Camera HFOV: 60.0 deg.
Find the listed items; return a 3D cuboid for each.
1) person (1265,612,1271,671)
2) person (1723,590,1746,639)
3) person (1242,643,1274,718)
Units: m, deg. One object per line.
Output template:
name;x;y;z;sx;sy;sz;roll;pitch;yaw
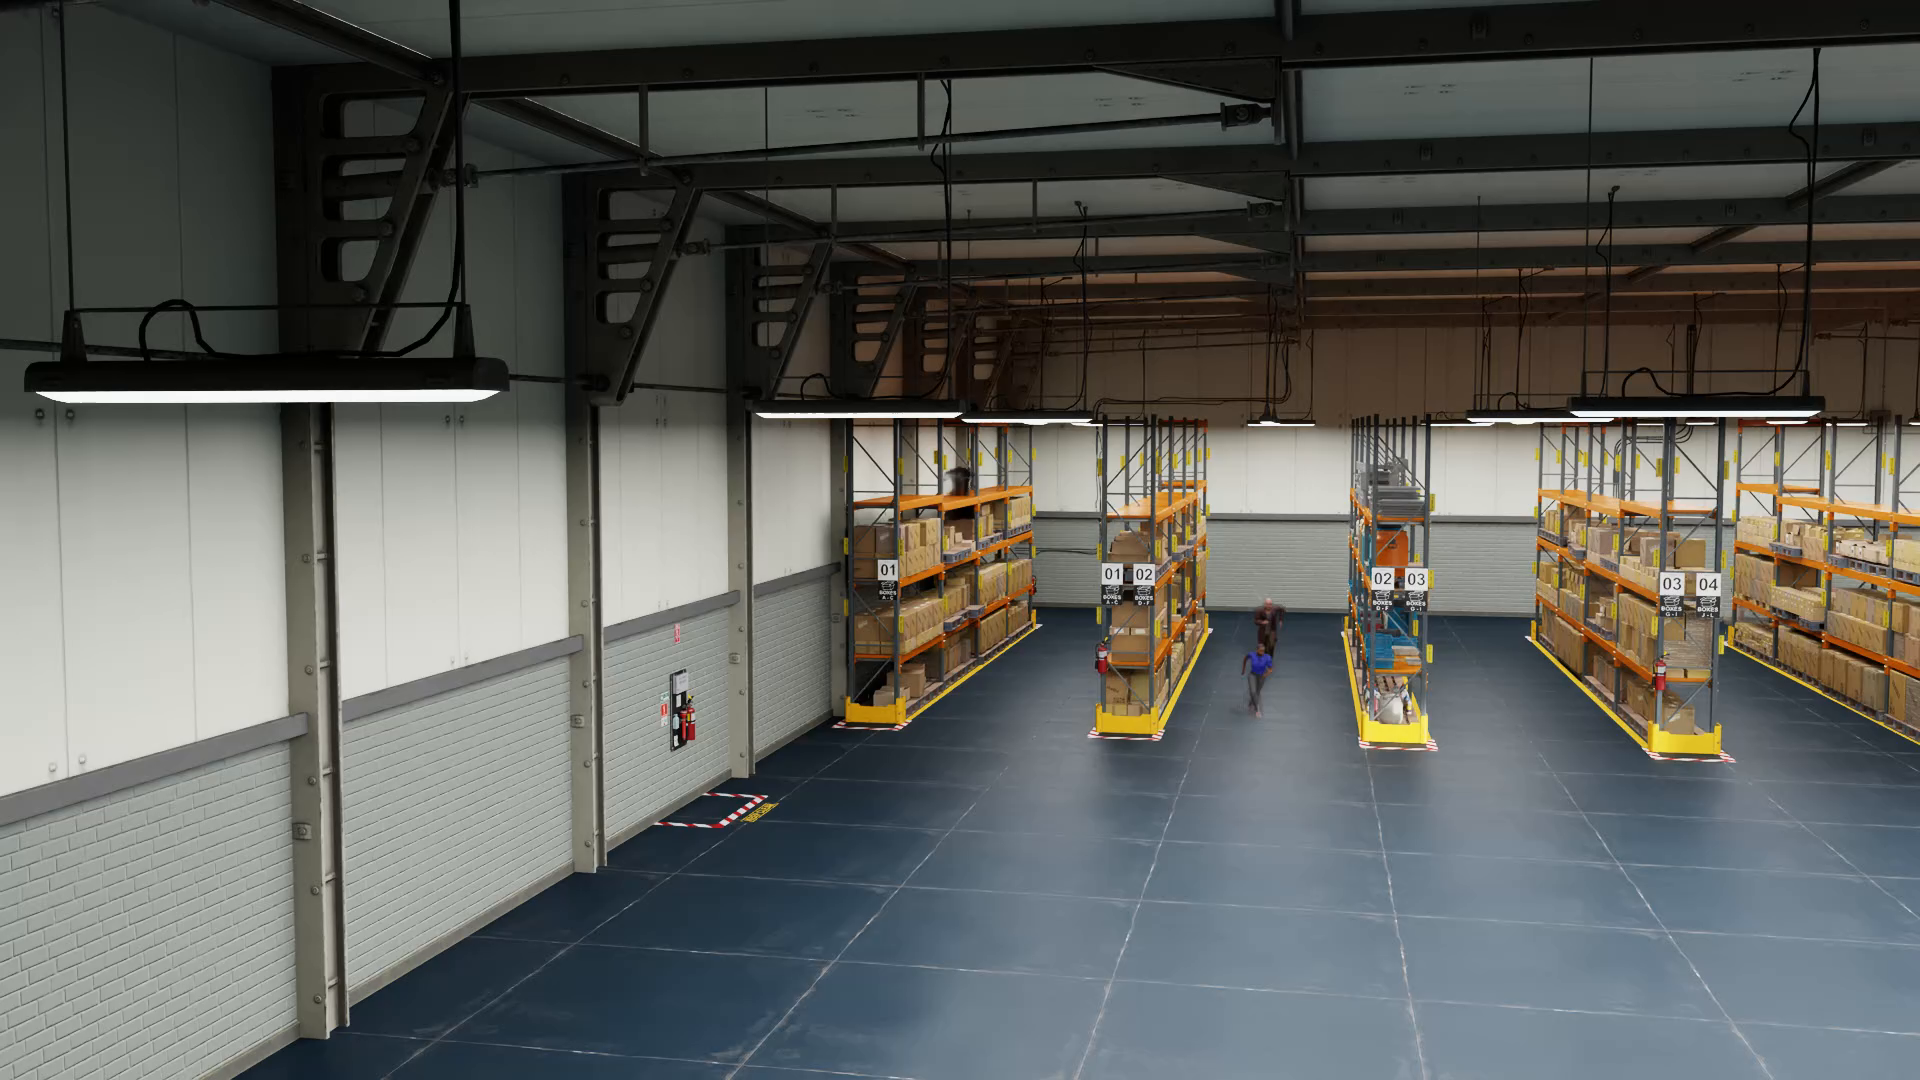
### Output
person;7.332;2.348;39.743;0.646;1.587;0.762;0;4;4
person;21.210;1.901;45.220;0.694;1.771;0.695;-1;4;-18
person;5.933;2.754;33.221;0.600;1.492;1.008;0;4;4
